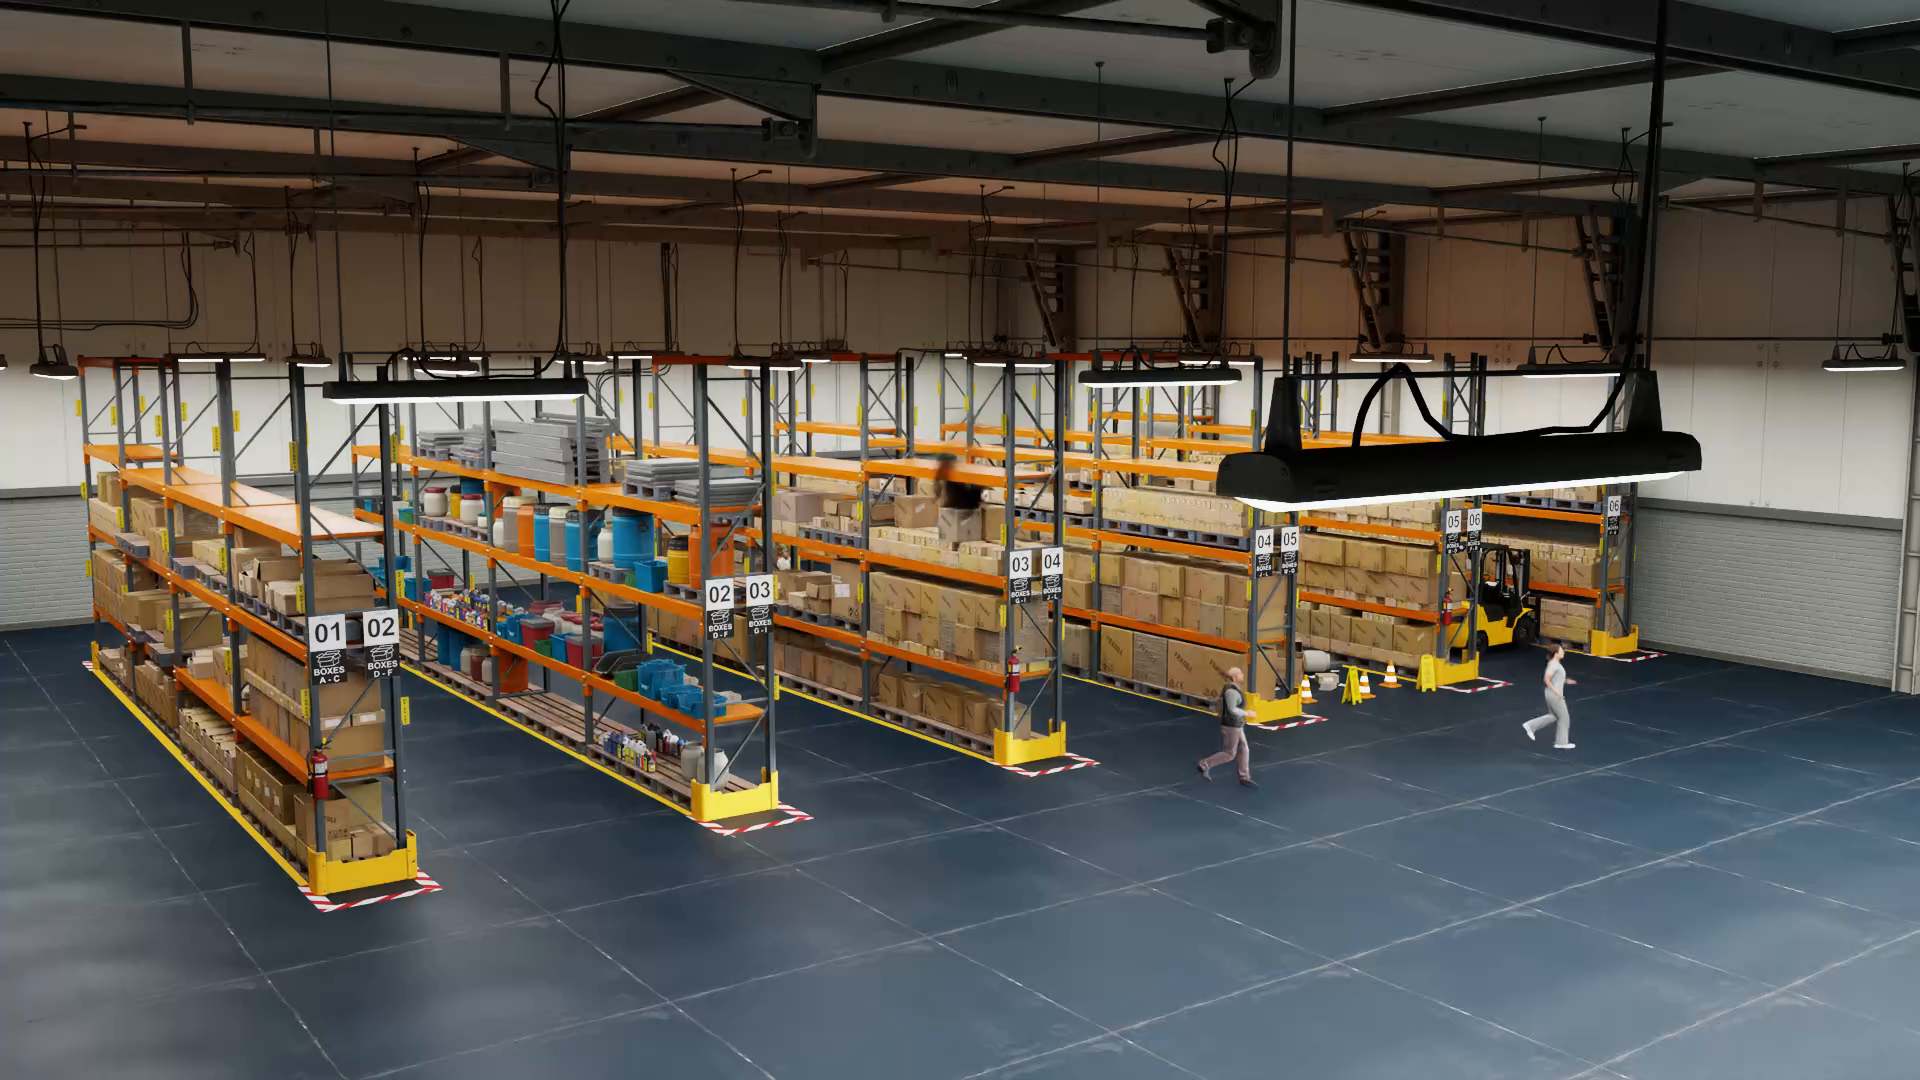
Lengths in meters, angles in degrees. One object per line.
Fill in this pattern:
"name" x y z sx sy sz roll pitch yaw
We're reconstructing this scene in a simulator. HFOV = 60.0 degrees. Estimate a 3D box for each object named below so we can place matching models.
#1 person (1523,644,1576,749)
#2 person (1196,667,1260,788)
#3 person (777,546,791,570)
"person" 9.119 2.405 25.663 0.780 1.639 0.567 2 7 14
"person" 3.799 2.647 23.492 0.918 1.730 0.670 1 7 8
"person" -3.953 0.958 37.616 0.625 1.695 0.679 -4 8 -30
